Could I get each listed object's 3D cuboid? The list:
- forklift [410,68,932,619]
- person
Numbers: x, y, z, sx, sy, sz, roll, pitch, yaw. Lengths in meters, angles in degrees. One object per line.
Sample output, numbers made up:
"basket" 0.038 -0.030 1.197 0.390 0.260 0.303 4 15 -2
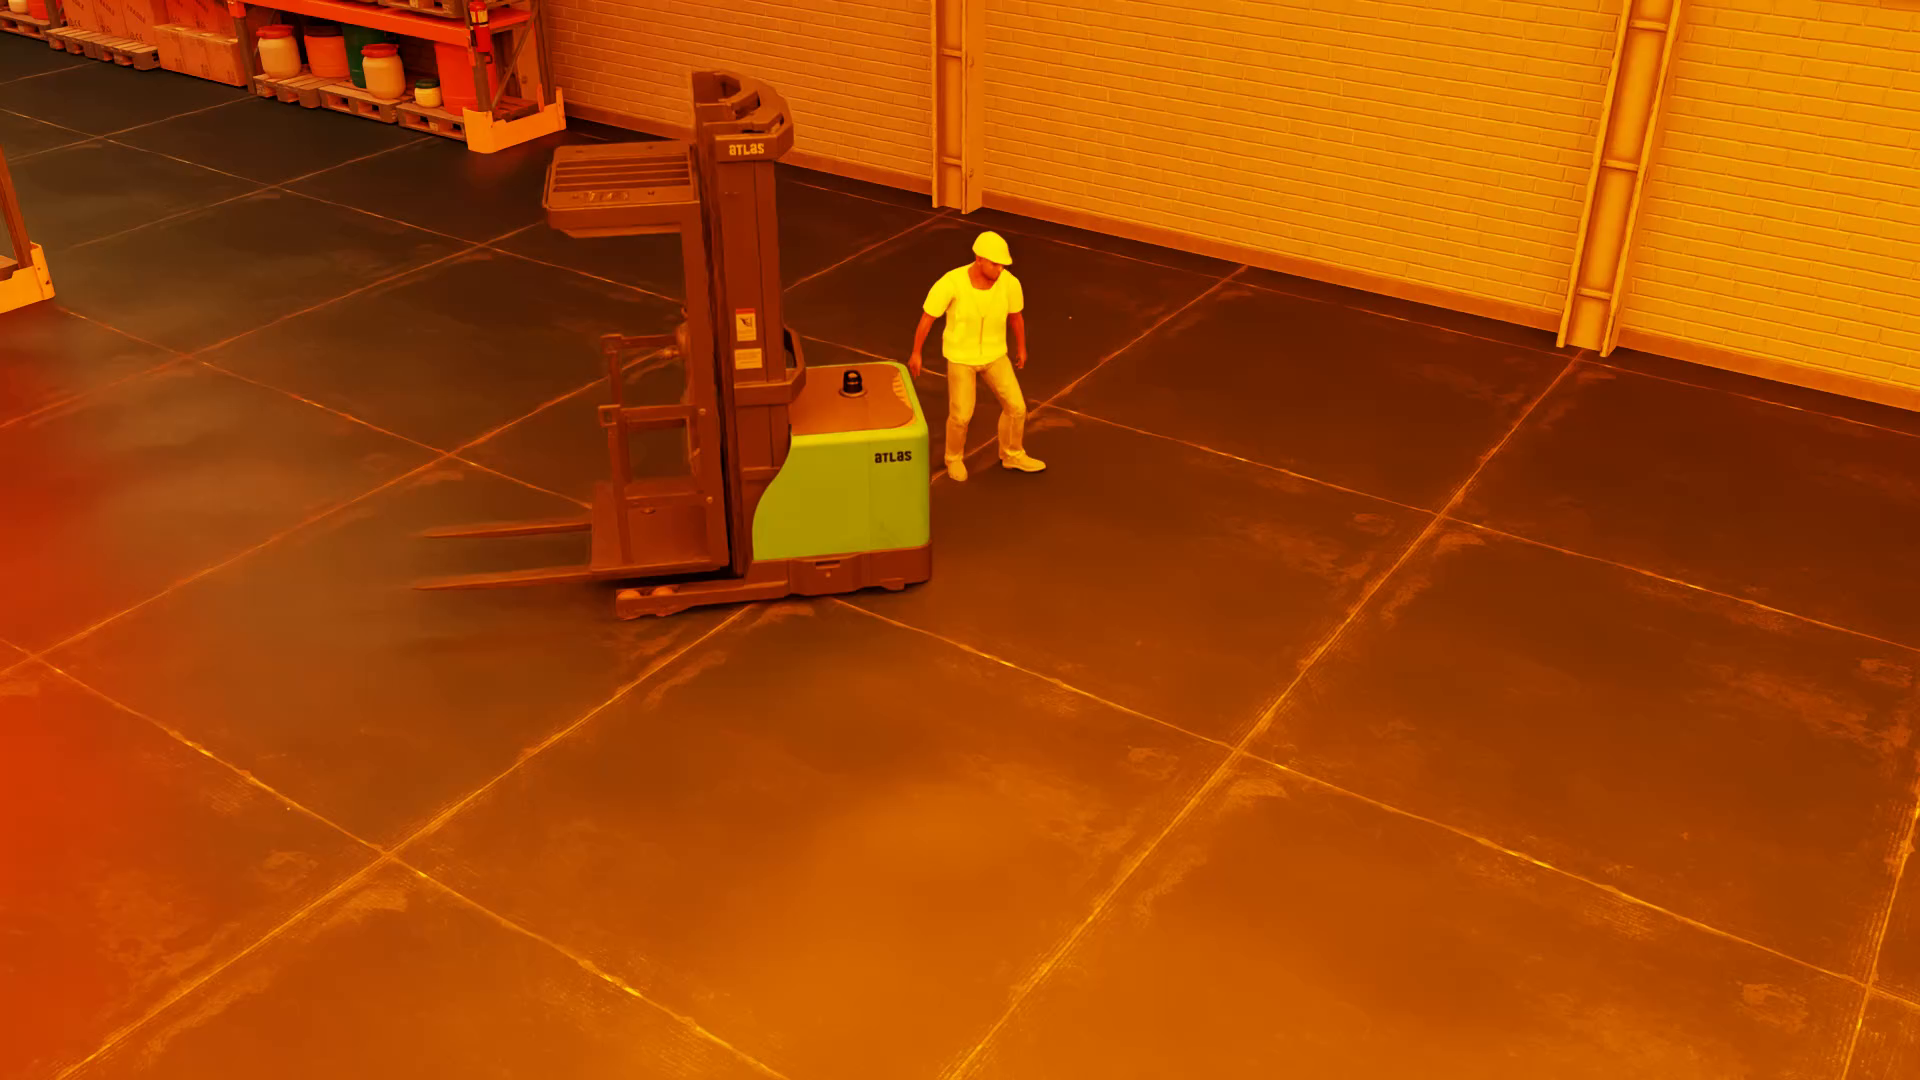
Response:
"forklift" -1.732 -1.091 9.460 3.031 2.935 1.130 -5 31 -8
"person" 0.124 -1.195 10.856 0.893 1.733 0.471 -9 31 -14
